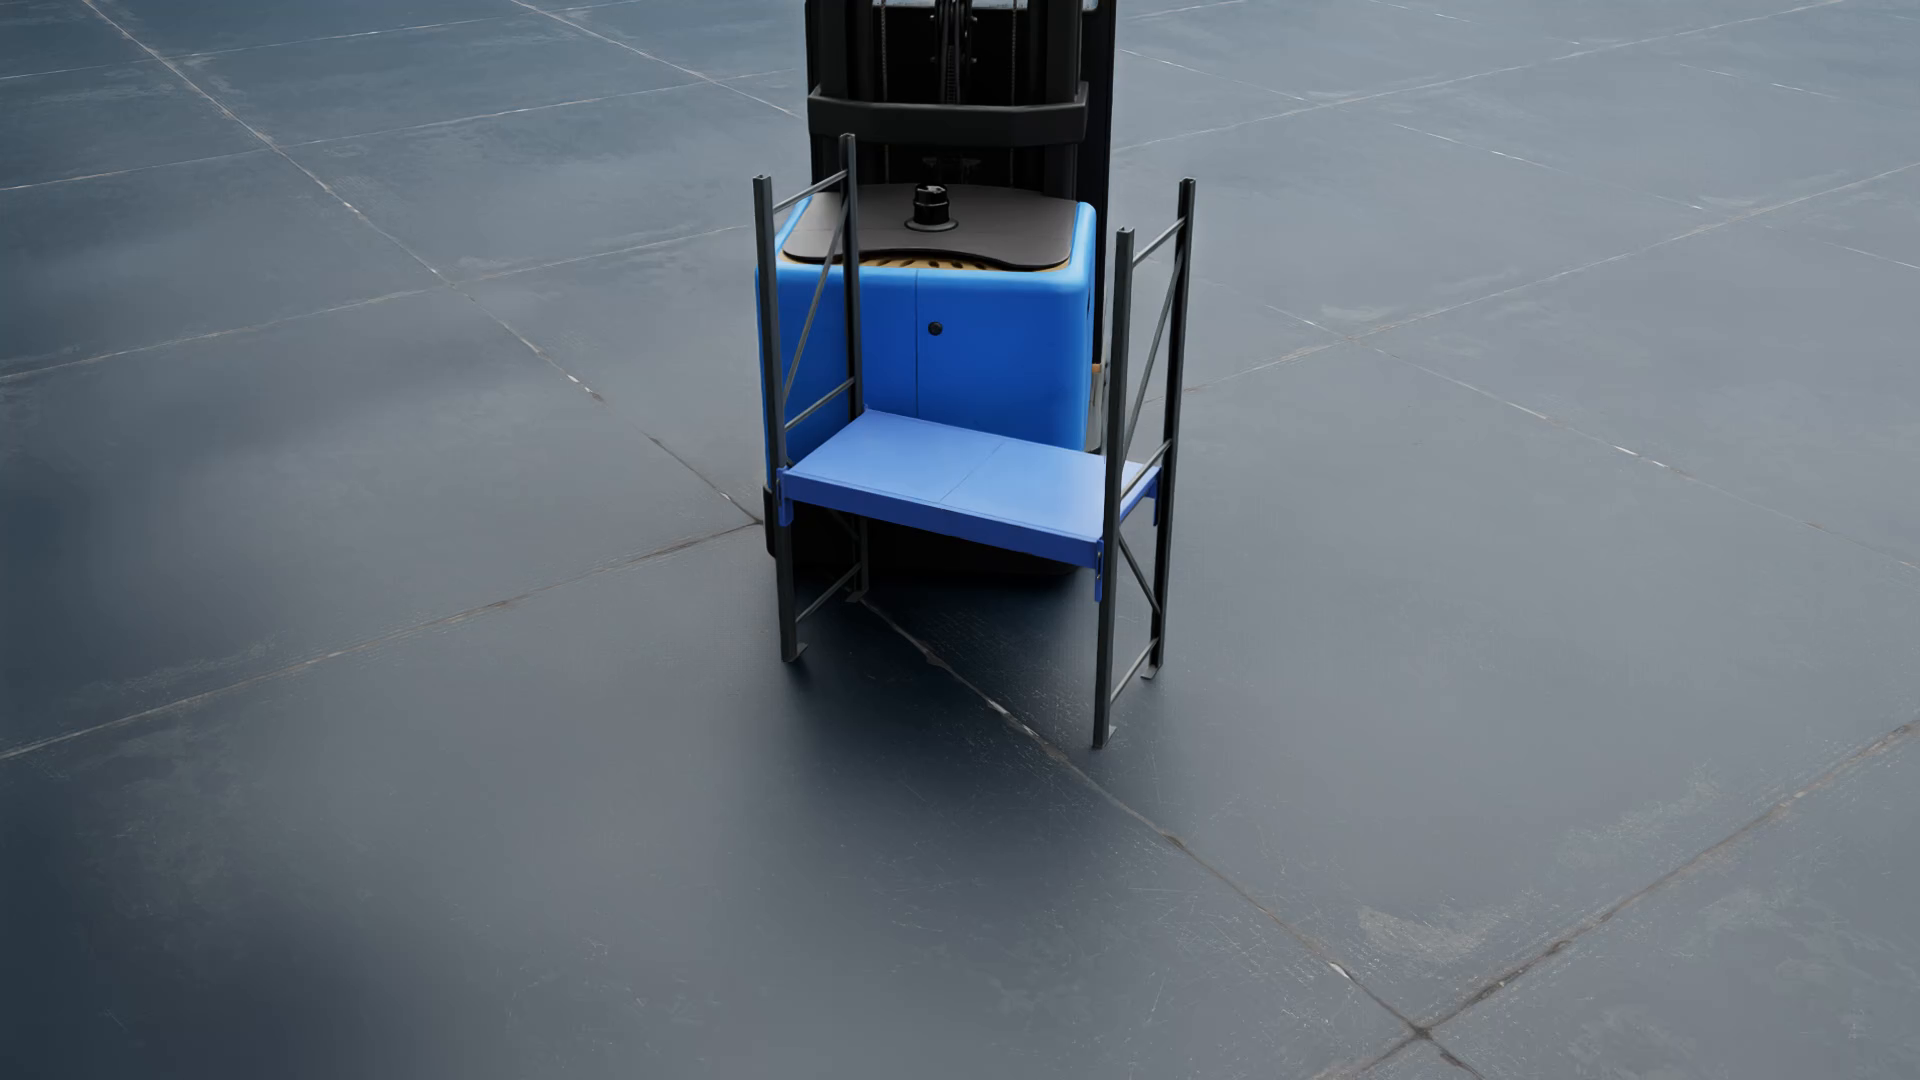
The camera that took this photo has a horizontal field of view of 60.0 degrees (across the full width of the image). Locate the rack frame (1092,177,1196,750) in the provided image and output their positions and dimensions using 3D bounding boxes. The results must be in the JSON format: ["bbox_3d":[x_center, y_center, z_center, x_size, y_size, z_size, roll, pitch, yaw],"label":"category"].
[{"bbox_3d":[0.495,-0.181,4.511,0.032,1.500,0.500,13,31,23],"label":"rack frame"}]

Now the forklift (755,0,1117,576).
[{"bbox_3d":[0.028,-1.848,6.082,1.130,2.935,3.031,3,29,5],"label":"forklift"}]

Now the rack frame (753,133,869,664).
[{"bbox_3d":[-0.420,-0.392,4.901,0.032,1.500,0.500,13,31,23],"label":"rack frame"}]

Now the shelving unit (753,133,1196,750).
[{"bbox_3d":[0.037,-0.287,4.706,1.048,1.500,0.538,13,31,23],"label":"shelving unit"}]

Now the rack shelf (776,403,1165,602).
[{"bbox_3d":[0.037,-0.128,4.792,1.000,0.185,0.538,13,31,23],"label":"rack shelf"}]
